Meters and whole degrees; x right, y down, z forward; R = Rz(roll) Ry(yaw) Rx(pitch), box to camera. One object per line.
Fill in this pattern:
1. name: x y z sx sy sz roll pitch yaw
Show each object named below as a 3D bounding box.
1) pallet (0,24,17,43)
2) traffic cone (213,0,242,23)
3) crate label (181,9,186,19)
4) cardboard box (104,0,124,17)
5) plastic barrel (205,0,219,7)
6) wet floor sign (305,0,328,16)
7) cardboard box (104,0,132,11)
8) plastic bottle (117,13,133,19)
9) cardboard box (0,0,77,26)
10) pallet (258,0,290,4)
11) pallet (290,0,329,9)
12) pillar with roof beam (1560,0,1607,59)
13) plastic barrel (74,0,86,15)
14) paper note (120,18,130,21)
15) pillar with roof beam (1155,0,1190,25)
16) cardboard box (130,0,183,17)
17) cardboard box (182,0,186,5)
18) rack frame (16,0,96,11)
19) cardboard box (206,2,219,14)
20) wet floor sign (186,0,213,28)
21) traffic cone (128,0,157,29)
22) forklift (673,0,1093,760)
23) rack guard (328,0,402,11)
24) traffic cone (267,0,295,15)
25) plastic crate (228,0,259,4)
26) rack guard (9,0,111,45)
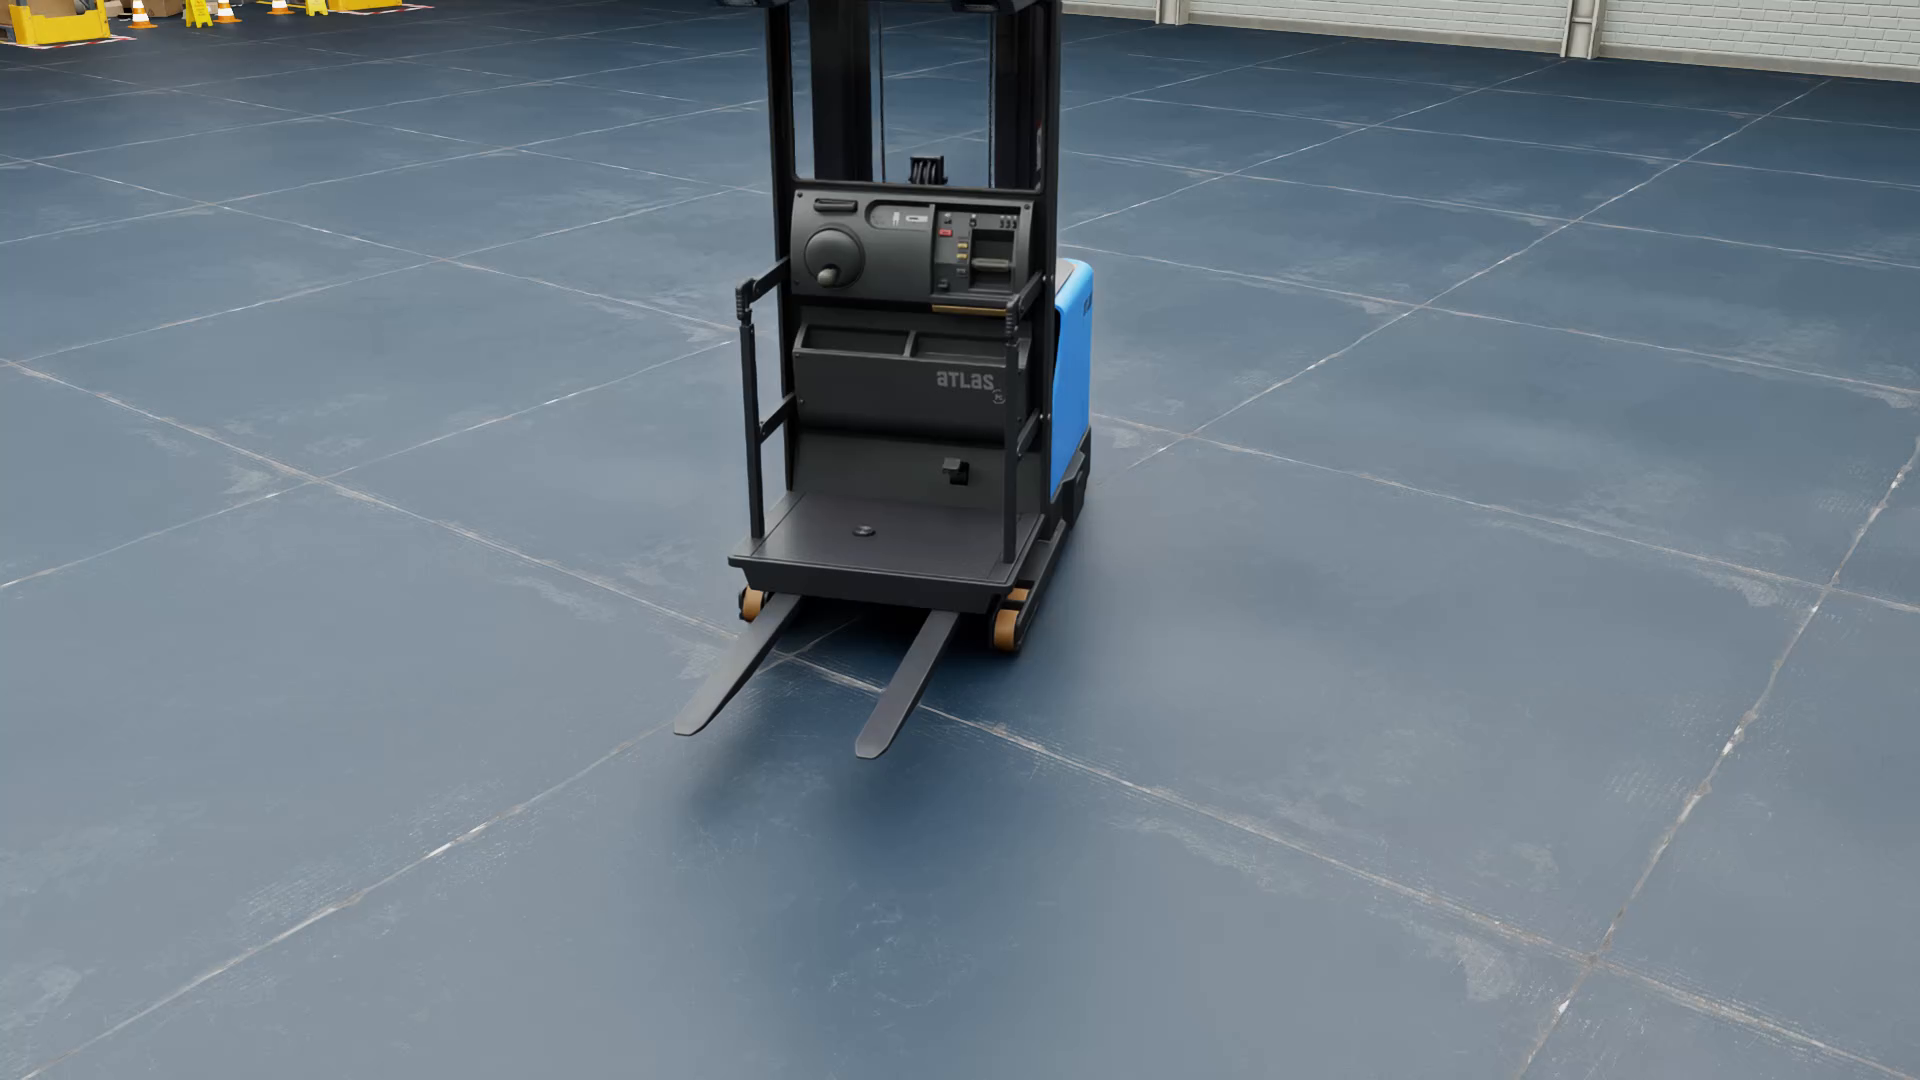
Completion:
1. pallet: -12.995 -7.132 23.176 1.213 0.211 1.003 17 29 33
2. traffic cone: -10.932 -7.948 24.716 0.334 0.463 0.336 17 29 33
3. crate label: -11.598 -7.969 25.168 0.298 0.136 0.250 3 24 6
4. cardboard box: -13.029 -8.135 25.384 0.396 0.266 0.258 -21 31 -39
5. plastic barrel: -11.981 -8.694 26.457 0.512 0.421 0.421 -5 24 -12
6. wet floor sign: -9.910 -8.393 25.499 0.267 0.644 0.232 -15 28 -30
7. cardboard box: -13.097 -8.613 26.006 0.503 0.637 0.797 17 29 33
8. plastic bottle: -12.659 -7.940 25.195 0.283 0.061 0.133 7 25 15
9. cardboard box: -12.890 -7.603 22.900 0.875 0.875 0.875 17 29 34
10. pallet: -11.082 -9.107 27.658 1.213 0.211 1.003 17 29 33
11. pallet: -10.110 -8.812 26.988 1.213 0.211 1.003 17 29 33
12. pillar with roof beam: 5.359 -8.927 16.350 0.400 9.000 9.100 17 29 33
13. plastic barrel: -13.681 -8.249 25.448 0.512 0.421 0.421 -5 24 -12
14. paper note: -12.511 -7.798 24.912 0.144 0.017 0.142 -15 28 -30
15. pillar with roof beam: 0.558 -10.378 19.643 0.400 9.000 9.100 17 29 33
16. cardboard box: -12.344 -8.327 25.526 0.637 0.503 0.797 -1 24 -3
17. cardboard box: -12.580 -8.988 27.027 0.500 0.500 0.500 -5 24 -12
18. rack frame: -12.308 -8.240 22.232 0.127 3.000 1.000 17 29 33
19. cardboard box: -11.680 -8.222 25.727 0.380 0.149 0.250 -10 26 -21
20. wet floor sign: -11.097 -7.795 24.141 0.232 0.644 0.267 12 26 24
21. traffic cone: -11.881 -7.666 24.075 0.334 0.463 0.336 17 29 33
22. forklift: -0.235 -1.084 6.075 1.130 2.935 3.031 6 24 12
23. rack guard: -9.481 -8.736 26.458 0.348 0.500 1.175 17 29 33
24. traffic cone: -10.538 -8.389 25.715 0.334 0.463 0.336 17 29 33
25. plastic crate: -11.856 -8.849 27.234 0.583 0.080 0.402 7 25 15
26. rack guard: -12.289 -7.091 22.723 0.348 0.500 1.175 17 29 33
